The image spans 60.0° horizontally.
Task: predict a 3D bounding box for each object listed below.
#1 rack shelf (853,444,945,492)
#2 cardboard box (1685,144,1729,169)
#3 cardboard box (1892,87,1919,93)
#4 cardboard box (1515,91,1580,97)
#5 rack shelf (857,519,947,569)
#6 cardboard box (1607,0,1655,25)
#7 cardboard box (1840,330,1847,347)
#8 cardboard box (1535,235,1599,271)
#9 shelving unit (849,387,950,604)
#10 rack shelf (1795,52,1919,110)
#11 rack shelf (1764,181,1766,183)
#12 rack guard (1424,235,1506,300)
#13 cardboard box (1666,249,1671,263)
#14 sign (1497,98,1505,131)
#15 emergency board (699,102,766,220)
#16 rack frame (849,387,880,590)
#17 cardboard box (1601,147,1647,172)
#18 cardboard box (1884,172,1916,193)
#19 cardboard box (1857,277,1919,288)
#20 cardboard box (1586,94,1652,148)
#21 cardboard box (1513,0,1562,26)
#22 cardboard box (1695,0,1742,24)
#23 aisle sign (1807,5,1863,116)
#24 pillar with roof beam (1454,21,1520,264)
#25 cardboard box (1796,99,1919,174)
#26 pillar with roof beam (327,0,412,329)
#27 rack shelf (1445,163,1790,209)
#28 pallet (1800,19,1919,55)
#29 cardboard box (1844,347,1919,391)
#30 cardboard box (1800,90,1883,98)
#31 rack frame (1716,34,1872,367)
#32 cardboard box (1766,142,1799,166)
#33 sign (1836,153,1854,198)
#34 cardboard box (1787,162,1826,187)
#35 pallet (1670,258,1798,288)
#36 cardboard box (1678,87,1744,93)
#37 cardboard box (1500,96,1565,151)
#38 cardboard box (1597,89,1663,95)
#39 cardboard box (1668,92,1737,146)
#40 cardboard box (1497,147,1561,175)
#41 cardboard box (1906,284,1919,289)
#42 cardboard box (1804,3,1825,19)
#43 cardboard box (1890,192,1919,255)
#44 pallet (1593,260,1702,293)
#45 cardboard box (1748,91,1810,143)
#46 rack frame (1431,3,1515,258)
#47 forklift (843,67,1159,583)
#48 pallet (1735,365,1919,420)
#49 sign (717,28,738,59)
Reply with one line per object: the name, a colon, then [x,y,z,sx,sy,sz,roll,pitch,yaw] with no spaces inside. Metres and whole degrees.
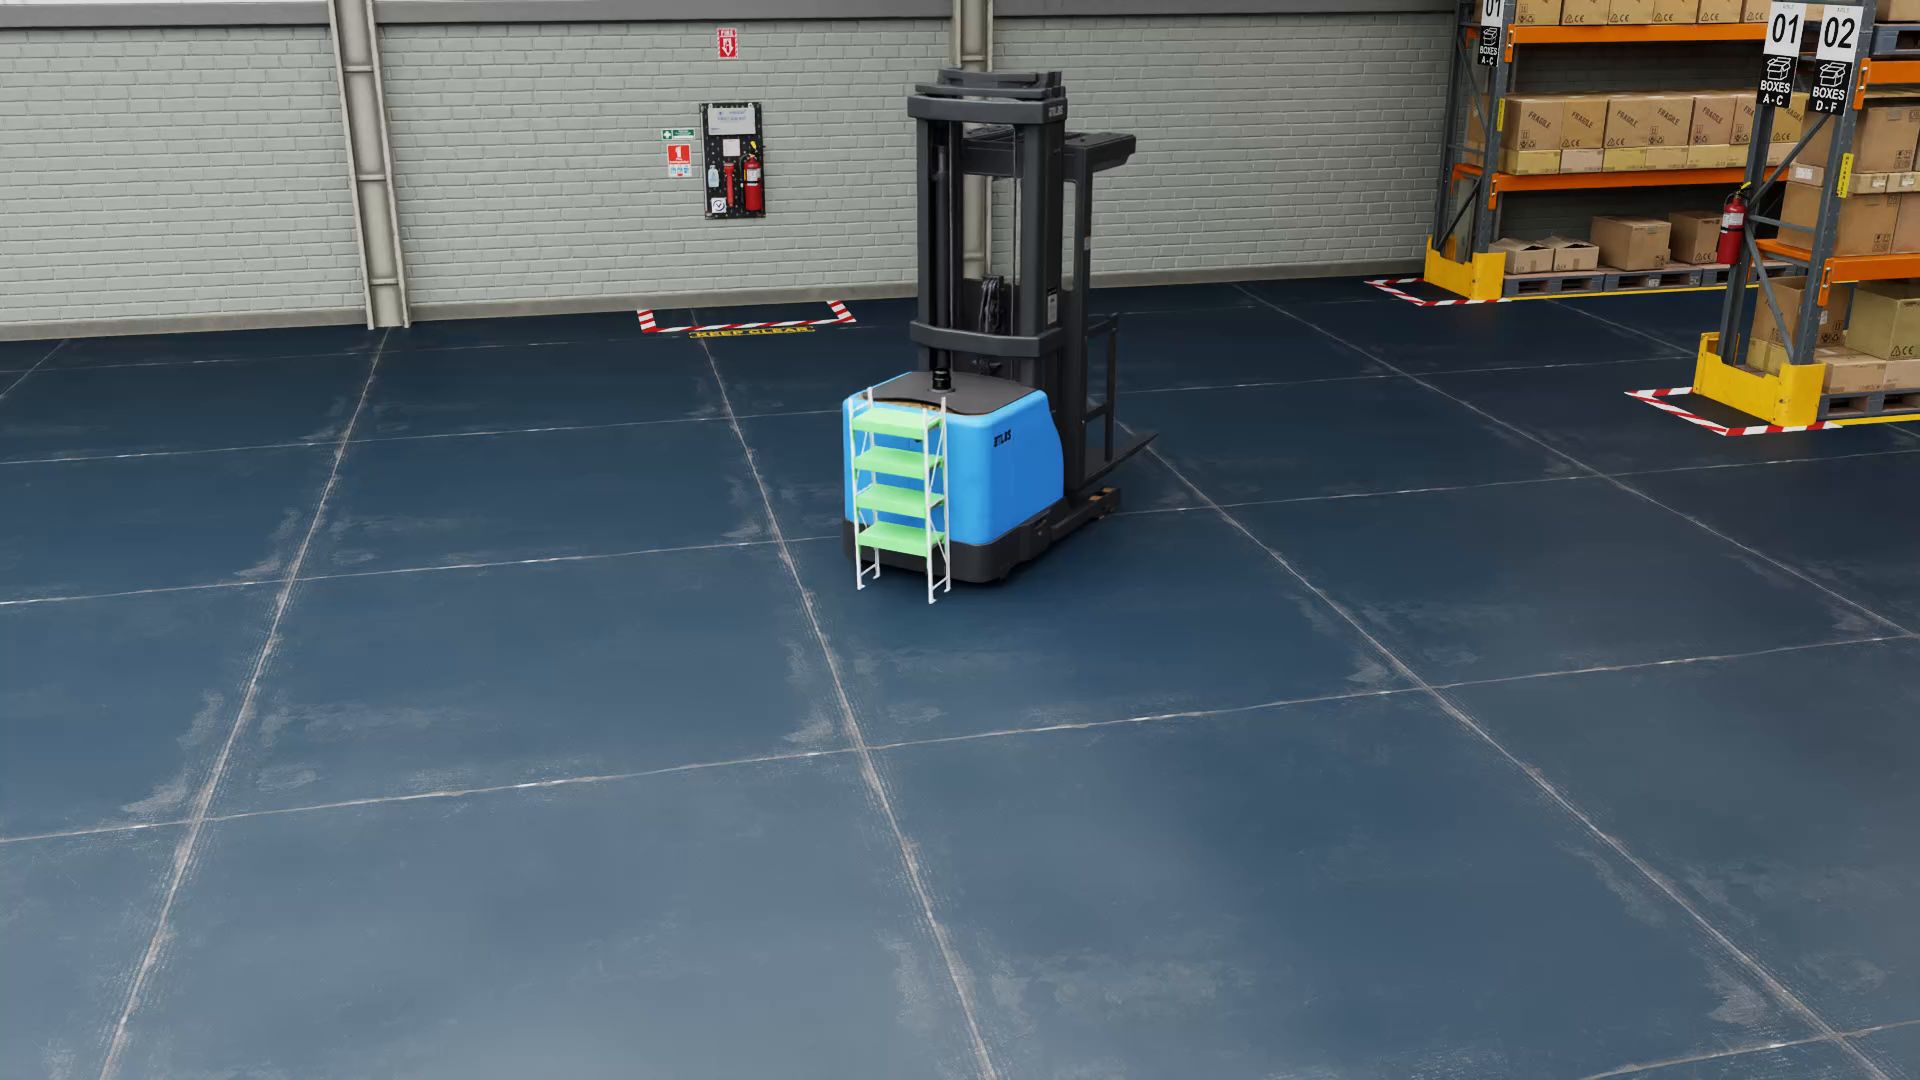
rack shelf: [-0.353,-0.422,9.695,0.480,0.148,0.258,10,25,26]
cardboard box: [7.997,-4.210,18.135,0.500,0.250,0.500,-5,21,-13]
cardboard box: [11.043,-4.878,18.986,0.500,0.500,0.700,-2,20,-5]
cardboard box: [6.370,-4.611,18.140,0.500,0.500,0.500,-4,21,-12]
rack shelf: [-0.342,0.021,9.878,0.480,0.148,0.258,10,25,26]
cardboard box: [6.886,-5.655,17.357,0.500,0.500,0.500,-4,20,-10]
cardboard box: [7.549,-1.608,14.230,0.500,0.250,0.500,-5,21,-12]
cardboard box: [6.717,-3.189,18.428,0.500,0.311,0.500,-3,20,-8]
shelving unit: [-0.349,-0.260,9.762,0.503,1.200,0.258,10,25,26]
rack shelf: [8.558,-3.746,13.364,4.000,0.370,1.077,-5,21,-12]
rack shelf: [11.307,-4.312,19.270,4.000,0.370,1.077,-5,21,-12]
rack guard: [5.542,-3.007,18.297,0.348,0.500,1.175,-5,21,-12]
cardboard box: [7.800,-3.239,18.802,0.250,0.149,0.380,-6,21,-17]
sign: [5.593,-4.400,17.206,0.005,0.325,0.100,-5,21,-12]
emergency board: [-2.302,-3.862,16.996,0.643,1.169,0.194,-5,21,-12]
rack frame: [-0.565,-0.299,9.868,0.015,1.200,0.240,10,25,26]
cardboard box: [7.015,-4.130,17.918,0.500,0.250,0.500,-5,21,-13]
cardboard box: [7.299,-2.849,13.143,0.250,0.149,0.380,-5,21,-14]
cardboard box: [8.035,-2.001,14.213,0.500,0.500,0.500,-5,21,-12]
cardboard box: [6.989,-4.478,17.776,0.500,0.500,0.500,-5,21,-14]
cardboard box: [5.851,-5.582,17.157,0.500,0.500,0.500,-4,21,-11]
cardboard box: [7.901,-5.741,17.591,0.500,0.500,0.500,-5,21,-15]
aisle sign: [6.618,-3.630,12.583,0.004,0.787,0.394,-5,21,-12]
pillar with roof beam: [6.941,-5.896,13.826,0.400,9.000,9.100,-5,21,-12]
cardboard box: [7.120,-3.210,13.185,0.500,0.500,0.700,-5,21,-12]
pillar with roof beam: [-4.737,-4.946,11.233,0.400,9.000,9.100,-5,21,-12]
rack shelf: [7.415,-3.995,18.406,4.000,0.370,1.077,-5,21,-12]
pallet: [7.306,-3.931,12.953,1.213,0.211,1.003,-5,21,-12]
cardboard box: [7.671,-1.432,13.749,0.500,0.250,0.500,-5,21,-12]
cardboard box: [9.864,-4.774,18.701,0.500,0.500,0.700,-5,21,-12]
rack frame: [6.612,-2.517,13.324,0.127,3.000,1.000,-5,21,-12]
cardboard box: [8.970,-4.291,18.358,0.500,0.250,0.500,-5,21,-12]
sign: [6.734,-2.774,12.654,0.005,0.325,0.100,-5,21,-12]
cardboard box: [6.940,-2.962,13.452,0.250,0.149,0.380,-5,21,-13]
pallet: [8.715,-3.117,19.017,1.213,0.211,1.003,-5,21,-12]
cardboard box: [8.351,-4.775,18.589,0.500,0.500,0.500,-5,21,-13]
cardboard box: [6.002,-4.403,17.572,0.500,0.500,0.500,-5,21,-12]
cardboard box: [7.362,-4.693,18.364,0.500,0.500,0.500,-4,21,-12]
cardboard box: [7.995,-4.564,18.011,0.500,0.500,0.500,-5,21,-14]
cardboard box: [6.016,-4.046,17.688,0.500,0.250,0.500,-5,21,-14]
cardboard box: [8.155,-1.827,13.738,0.500,0.500,0.500,-5,21,-12]
cardboard box: [8.924,-5.833,17.842,0.500,0.500,0.500,-4,21,-11]
cardboard box: [7.579,-2.640,13.514,0.500,0.500,0.700,-4,21,-11]
pallet: [7.526,-3.019,18.750,1.213,0.211,1.003,-5,21,-12]
cardboard box: [8.972,-4.641,18.223,0.500,0.500,0.500,-5,21,-13]
rack frame: [5.468,-4.175,17.850,0.127,3.000,1.000,-5,21,-12]
forklift: [0.443,-1.581,10.870,1.130,2.935,3.031,11,23,28]
pallet: [7.346,-1.282,14.008,1.213,0.211,1.003,-5,21,-12]
sign: [-2.333,-4.983,16.687,0.199,0.298,0.001,-5,21,-12]
